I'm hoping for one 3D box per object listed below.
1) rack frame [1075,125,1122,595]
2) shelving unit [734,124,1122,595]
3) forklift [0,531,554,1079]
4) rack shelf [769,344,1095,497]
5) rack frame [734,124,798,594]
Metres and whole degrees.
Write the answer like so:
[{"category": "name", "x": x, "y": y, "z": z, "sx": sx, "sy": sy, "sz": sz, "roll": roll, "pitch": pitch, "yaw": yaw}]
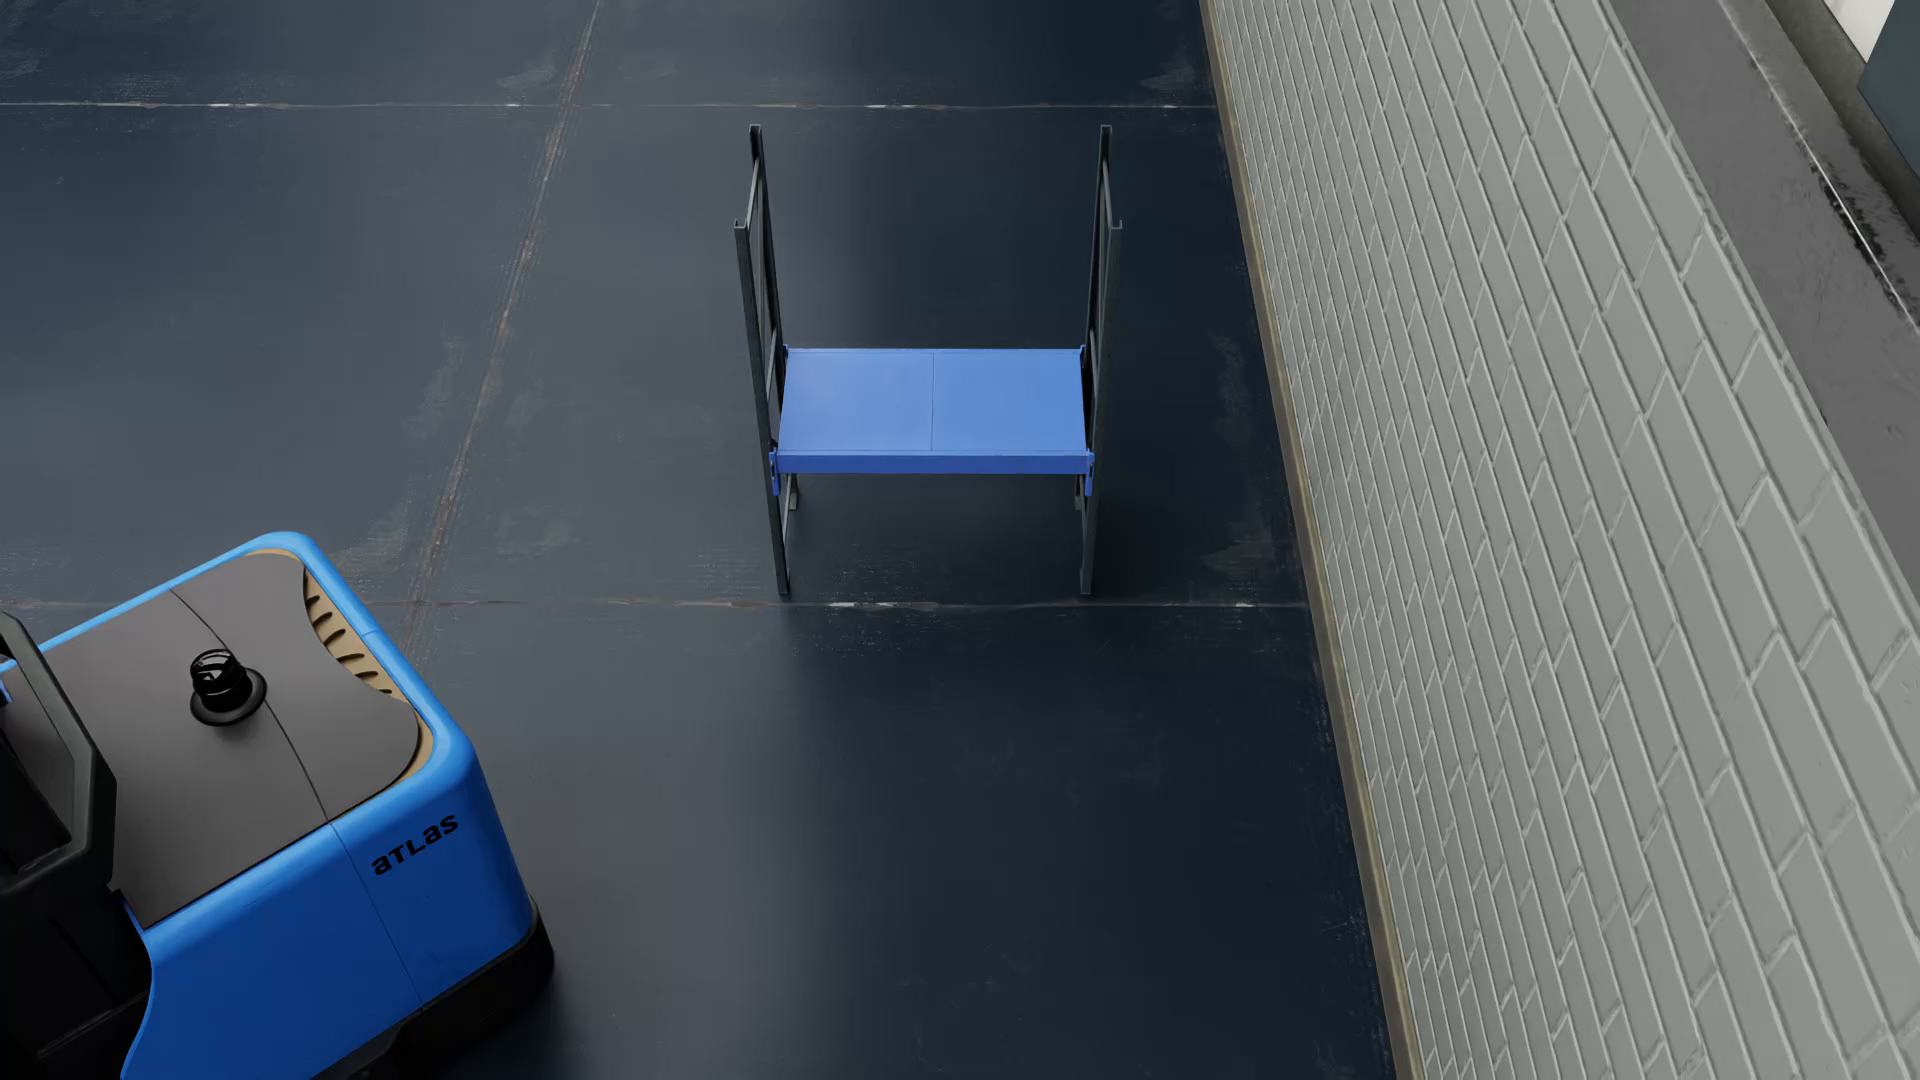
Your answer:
[{"category": "rack frame", "x": 0.423, "y": -0.510, "z": 5.200, "sx": 0.032, "sy": 1.500, "sz": 0.500, "roll": 0, "pitch": 47, "yaw": 0}, {"category": "shelving unit", "x": -0.085, "y": -0.511, "z": 5.201, "sx": 1.048, "sy": 1.500, "sz": 0.538, "roll": 0, "pitch": 47, "yaw": 0}, {"category": "forklift", "x": -2.568, "y": 0.647, "z": 3.145, "sx": 3.031, "sy": 2.935, "sz": 1.130, "roll": -32, "pitch": 55, "yaw": -26}, {"category": "rack shelf", "x": -0.085, "y": -0.389, "z": 5.333, "sx": 1.000, "sy": 0.185, "sz": 0.538, "roll": 0, "pitch": 47, "yaw": 0}, {"category": "rack frame", "x": -0.594, "y": -0.513, "z": 5.203, "sx": 0.032, "sy": 1.500, "sz": 0.500, "roll": 0, "pitch": 47, "yaw": 0}]
